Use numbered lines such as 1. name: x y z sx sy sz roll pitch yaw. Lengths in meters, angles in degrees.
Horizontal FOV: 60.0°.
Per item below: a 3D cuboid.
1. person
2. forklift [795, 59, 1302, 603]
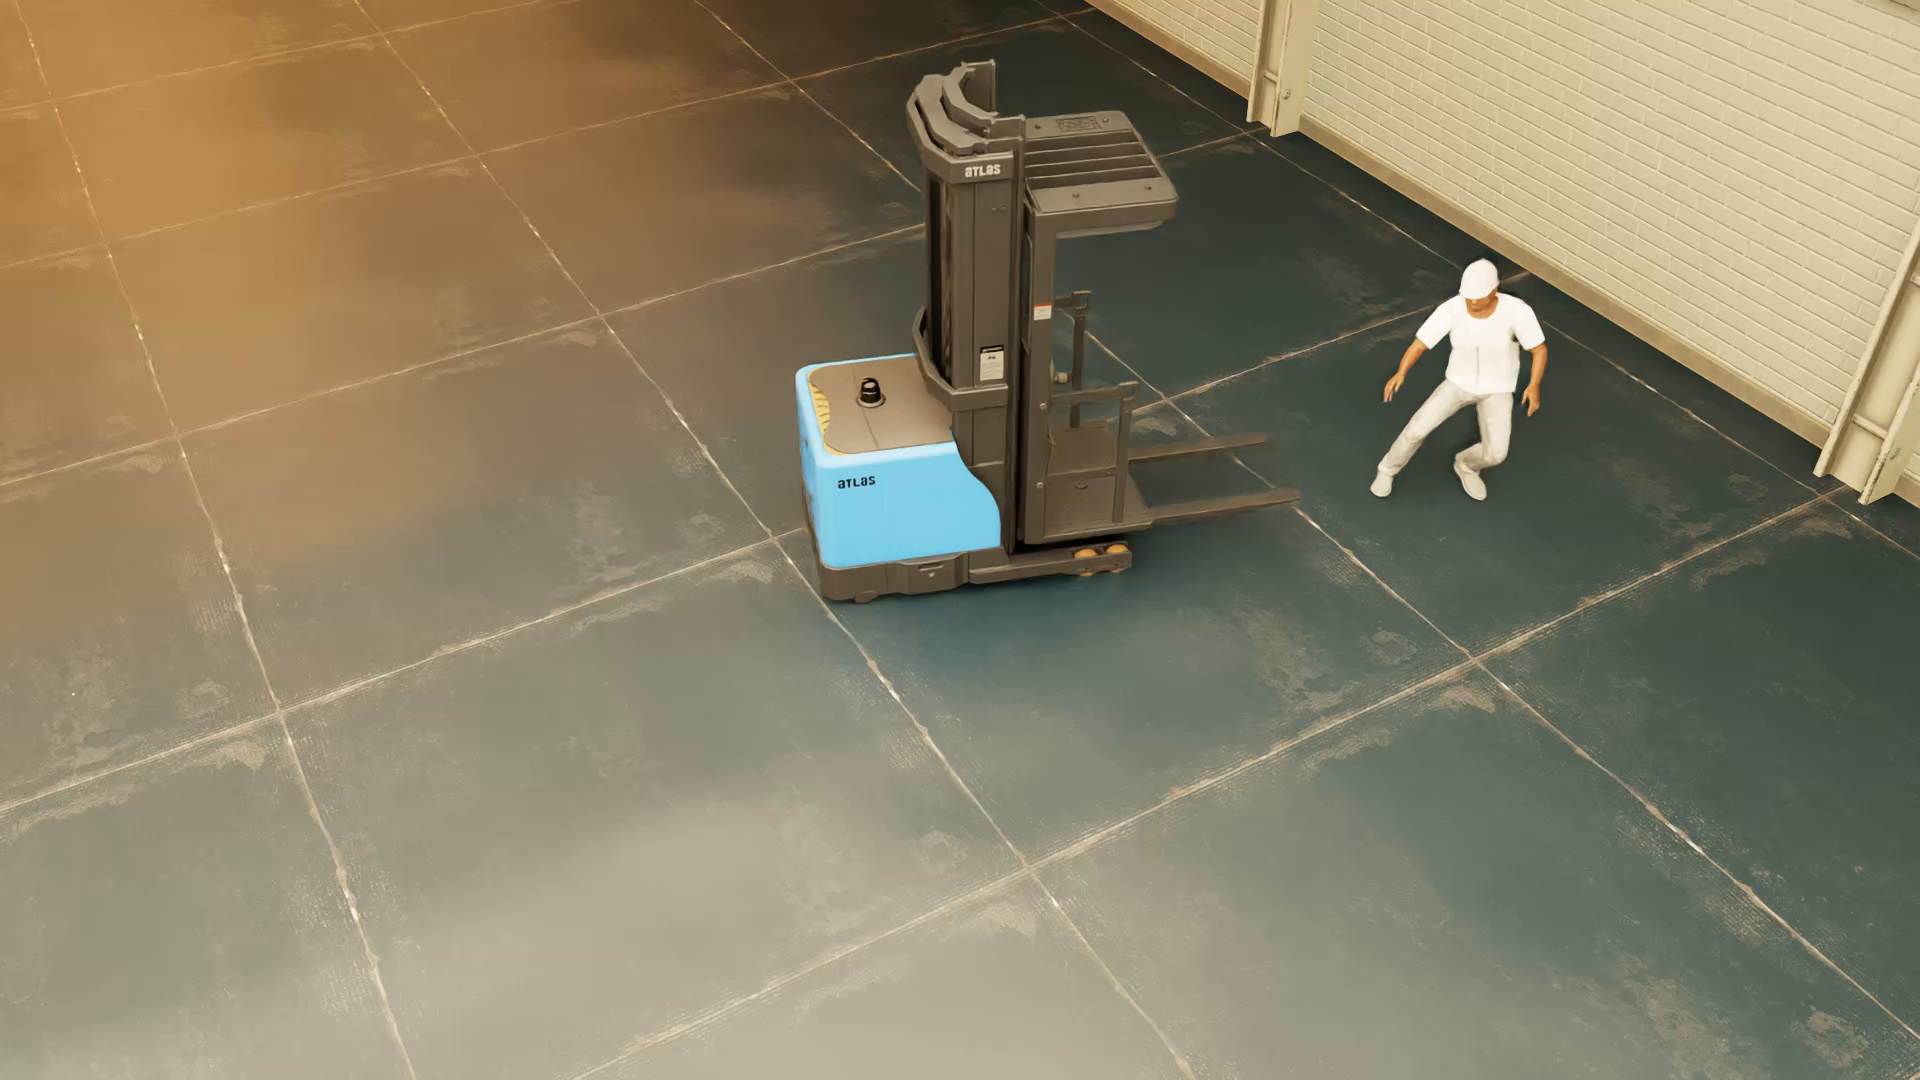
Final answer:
1. person: 3.101 -0.920 10.185 0.886 1.612 0.708 18 43 20
2. forklift: 0.575 -1.232 9.522 3.031 2.935 1.130 -8 40 -9
